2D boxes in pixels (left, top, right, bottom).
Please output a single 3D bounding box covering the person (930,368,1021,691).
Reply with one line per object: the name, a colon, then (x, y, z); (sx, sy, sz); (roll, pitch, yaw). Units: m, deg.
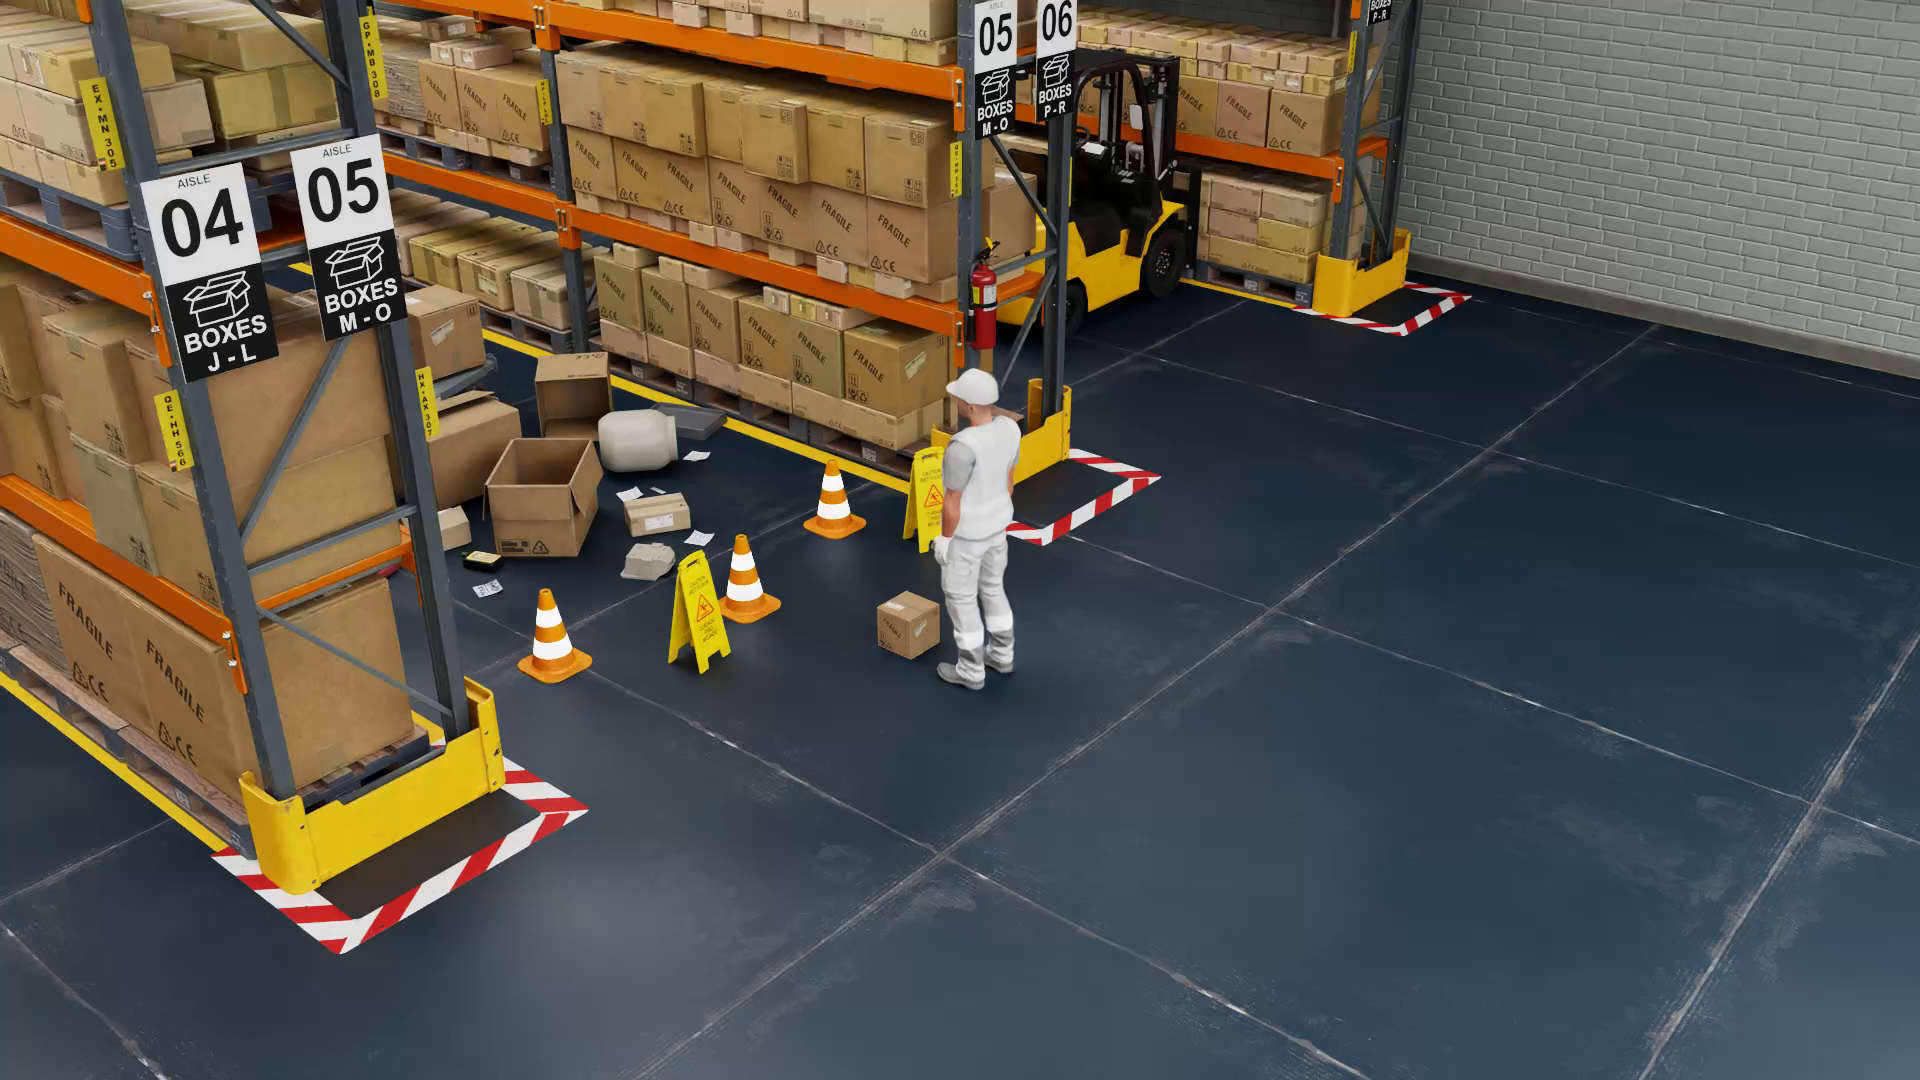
person: (0.080, -0.057, 8.707); (0.338, 1.785, 0.525); (21, 34, 36)
